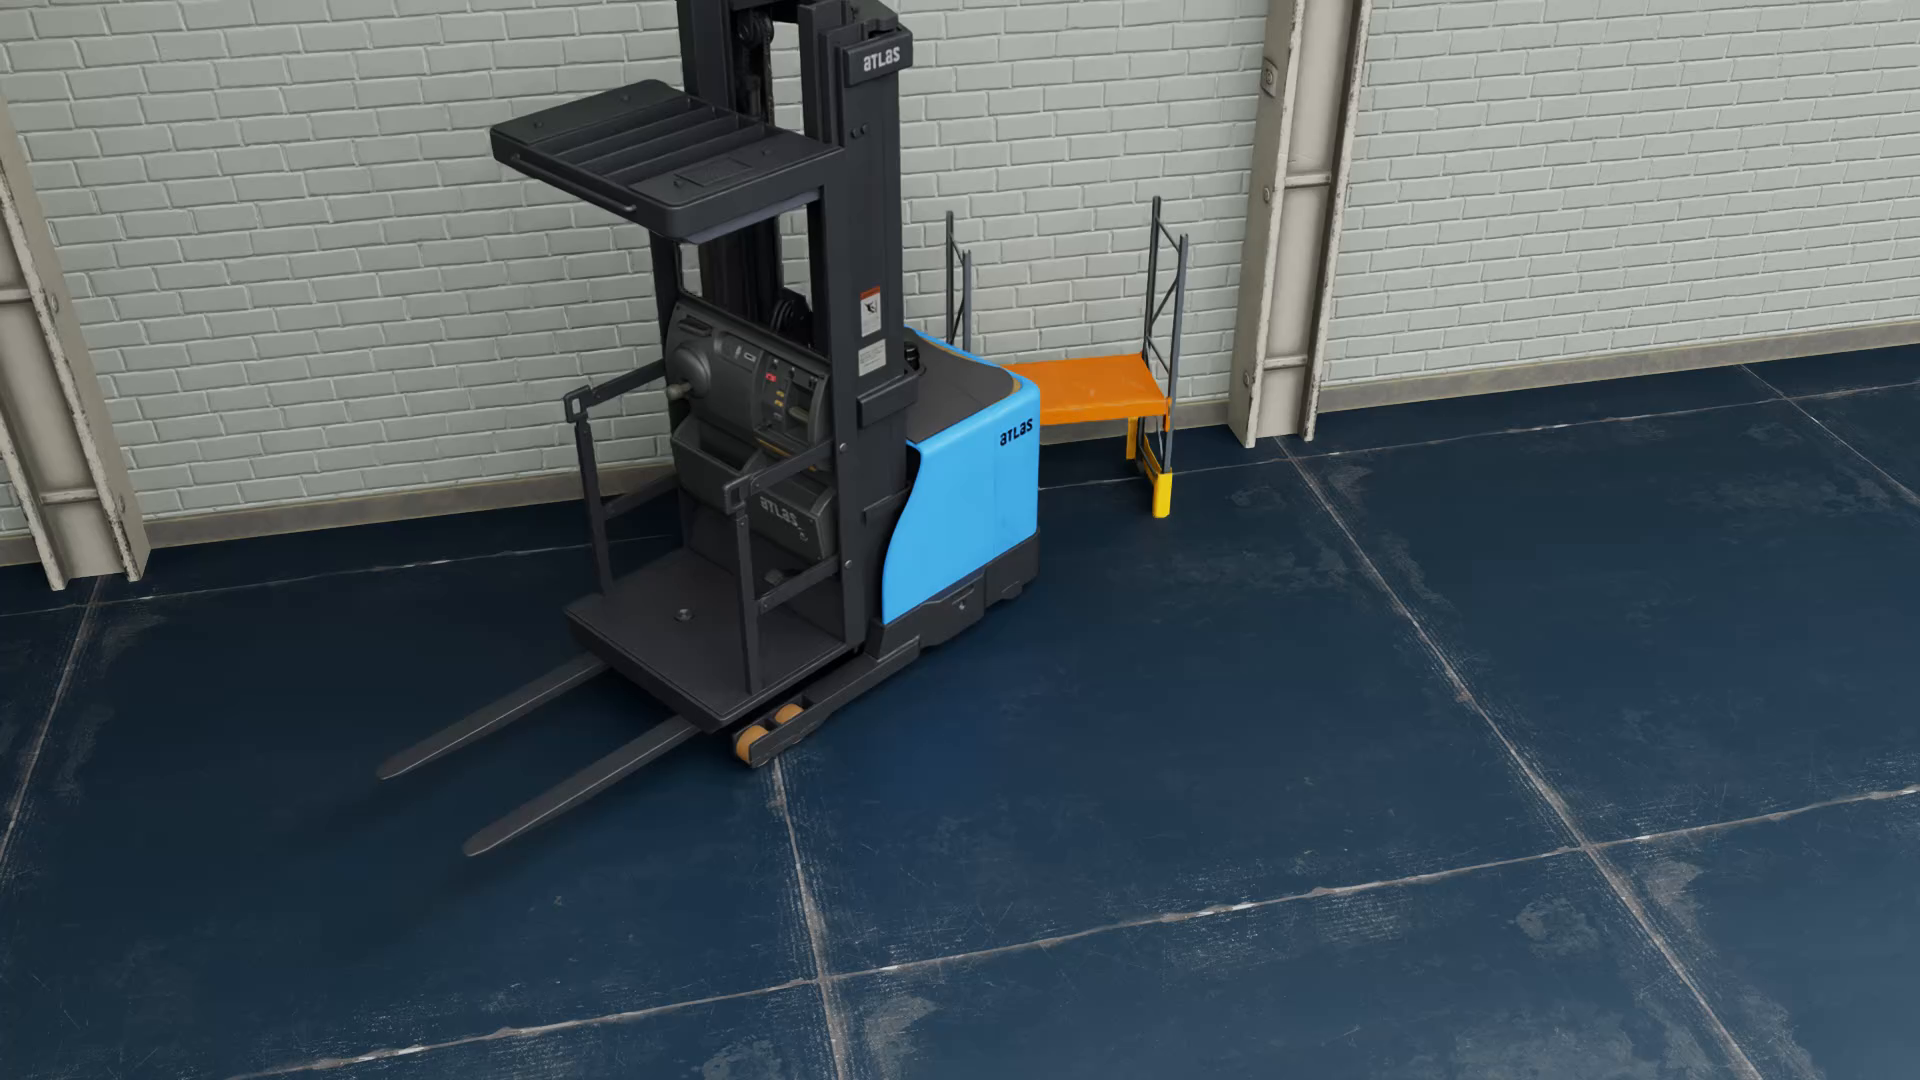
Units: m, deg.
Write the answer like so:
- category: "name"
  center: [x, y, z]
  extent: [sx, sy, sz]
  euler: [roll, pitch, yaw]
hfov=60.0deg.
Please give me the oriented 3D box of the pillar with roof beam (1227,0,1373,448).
- category: "pillar with roof beam"
  center: [2.650, -2.001, 3.157]
  extent: [0.400, 9.000, 9.100]
  euler: [-7, 35, -11]

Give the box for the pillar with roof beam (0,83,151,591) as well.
- category: "pillar with roof beam"
  center: [-3.202, -1.264, 2.058]
  extent: [0.400, 9.000, 9.100]
  euler: [-7, 35, -11]

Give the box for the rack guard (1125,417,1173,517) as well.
- category: "rack guard"
  center: [0.973, -0.383, 8.597]
  extent: [0.087, 0.250, 0.587]
  euler: [-6, 34, -9]

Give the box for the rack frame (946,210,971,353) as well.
- category: "rack frame"
  center: [-0.008, -0.803, 8.101]
  extent: [0.032, 1.500, 0.500]
  euler: [-6, 34, -9]

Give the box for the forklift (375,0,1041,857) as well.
- category: "forklift"
  center: [-1.005, -0.607, 6.523]
  extent: [1.130, 2.935, 3.031]
  euler: [28, 43, 35]

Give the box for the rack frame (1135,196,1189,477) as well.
- category: "rack frame"
  center: [0.993, -0.904, 8.252]
  extent: [0.032, 1.500, 0.500]
  euler: [-6, 34, -9]

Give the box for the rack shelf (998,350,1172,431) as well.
- category: "rack shelf"
  center: [0.492, -0.704, 8.277]
  extent: [1.000, 0.185, 0.538]
  euler: [-6, 34, -9]

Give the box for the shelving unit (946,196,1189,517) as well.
- category: "shelving unit"
  center: [0.483, -0.853, 8.175]
  extent: [1.083, 1.500, 0.587]
  euler: [-6, 34, -9]
